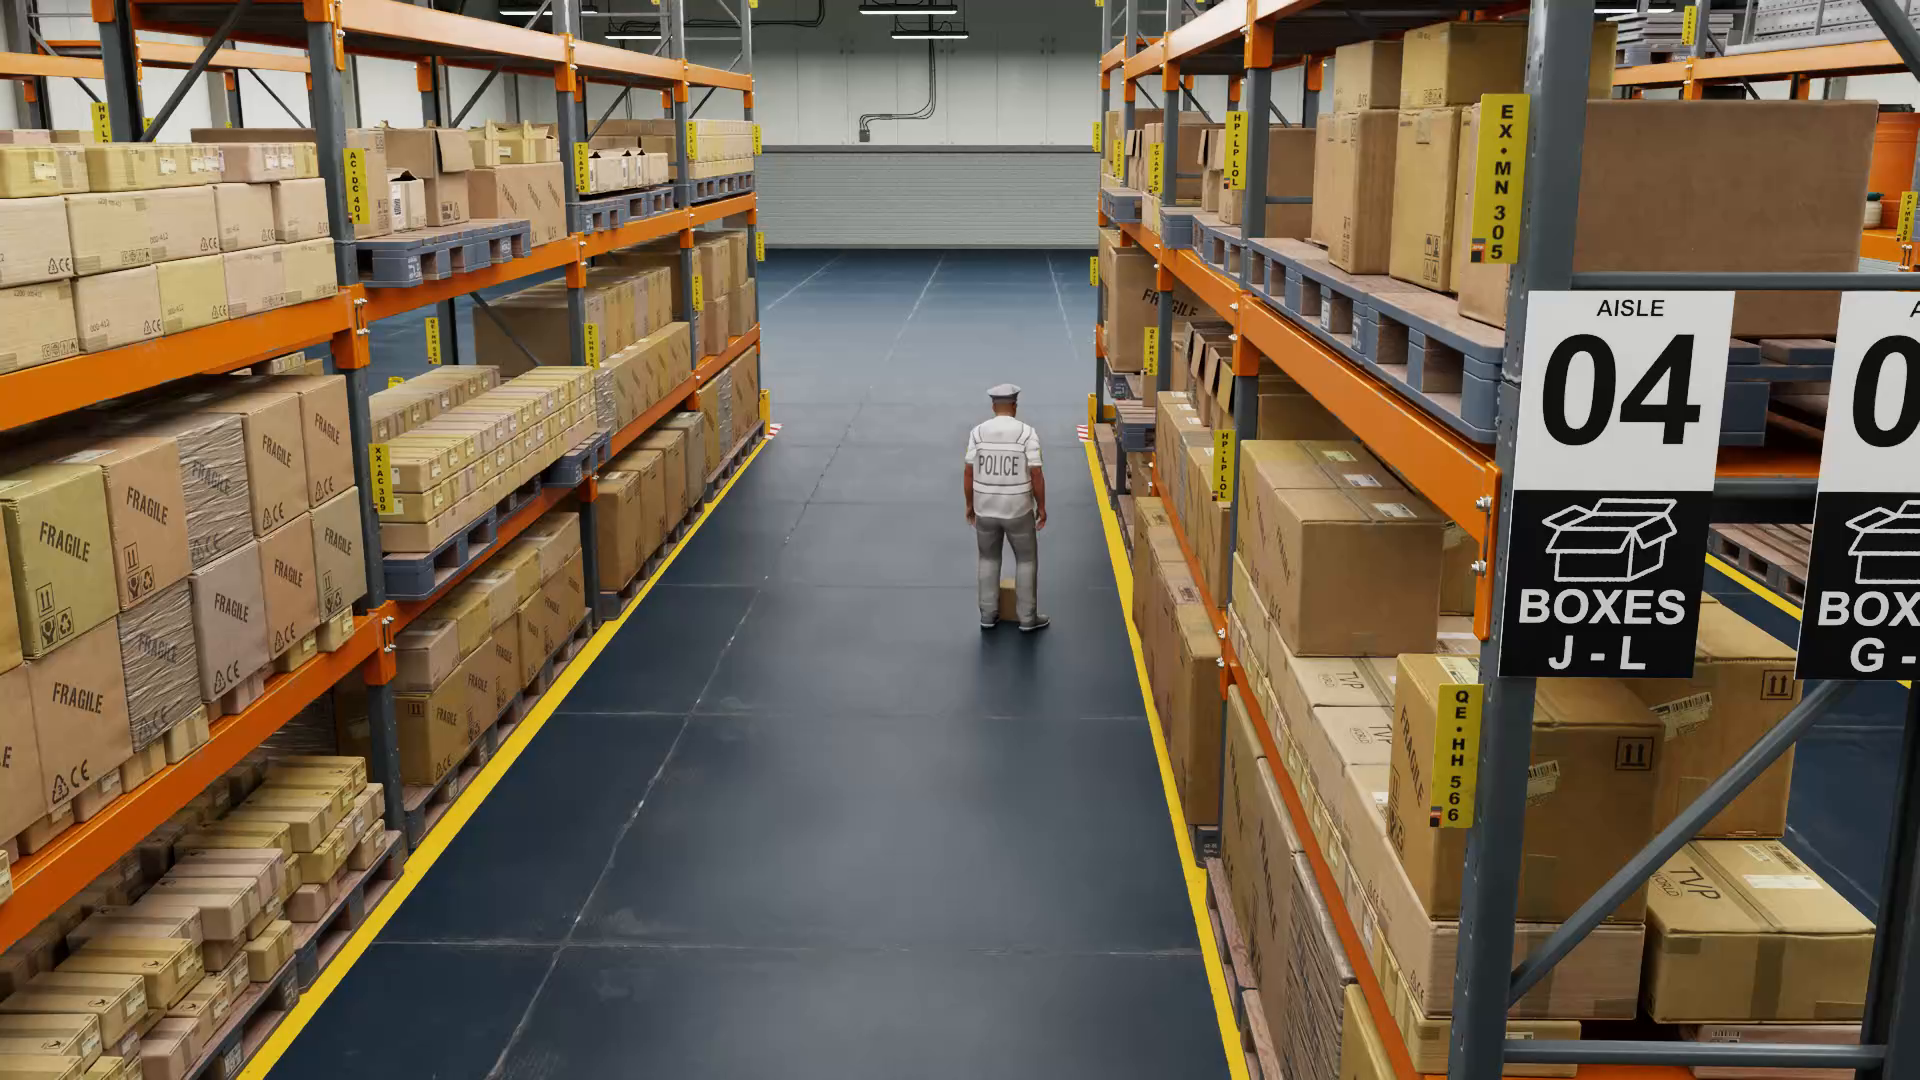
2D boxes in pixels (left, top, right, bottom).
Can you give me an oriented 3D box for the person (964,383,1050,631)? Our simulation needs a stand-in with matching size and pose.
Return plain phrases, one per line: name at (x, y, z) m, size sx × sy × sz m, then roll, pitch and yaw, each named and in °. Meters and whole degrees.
person at (0.322, -0.222, 11.879) m, size 0.606 × 1.751 × 0.430 m, roll 4°, pitch 14°, yaw 16°
